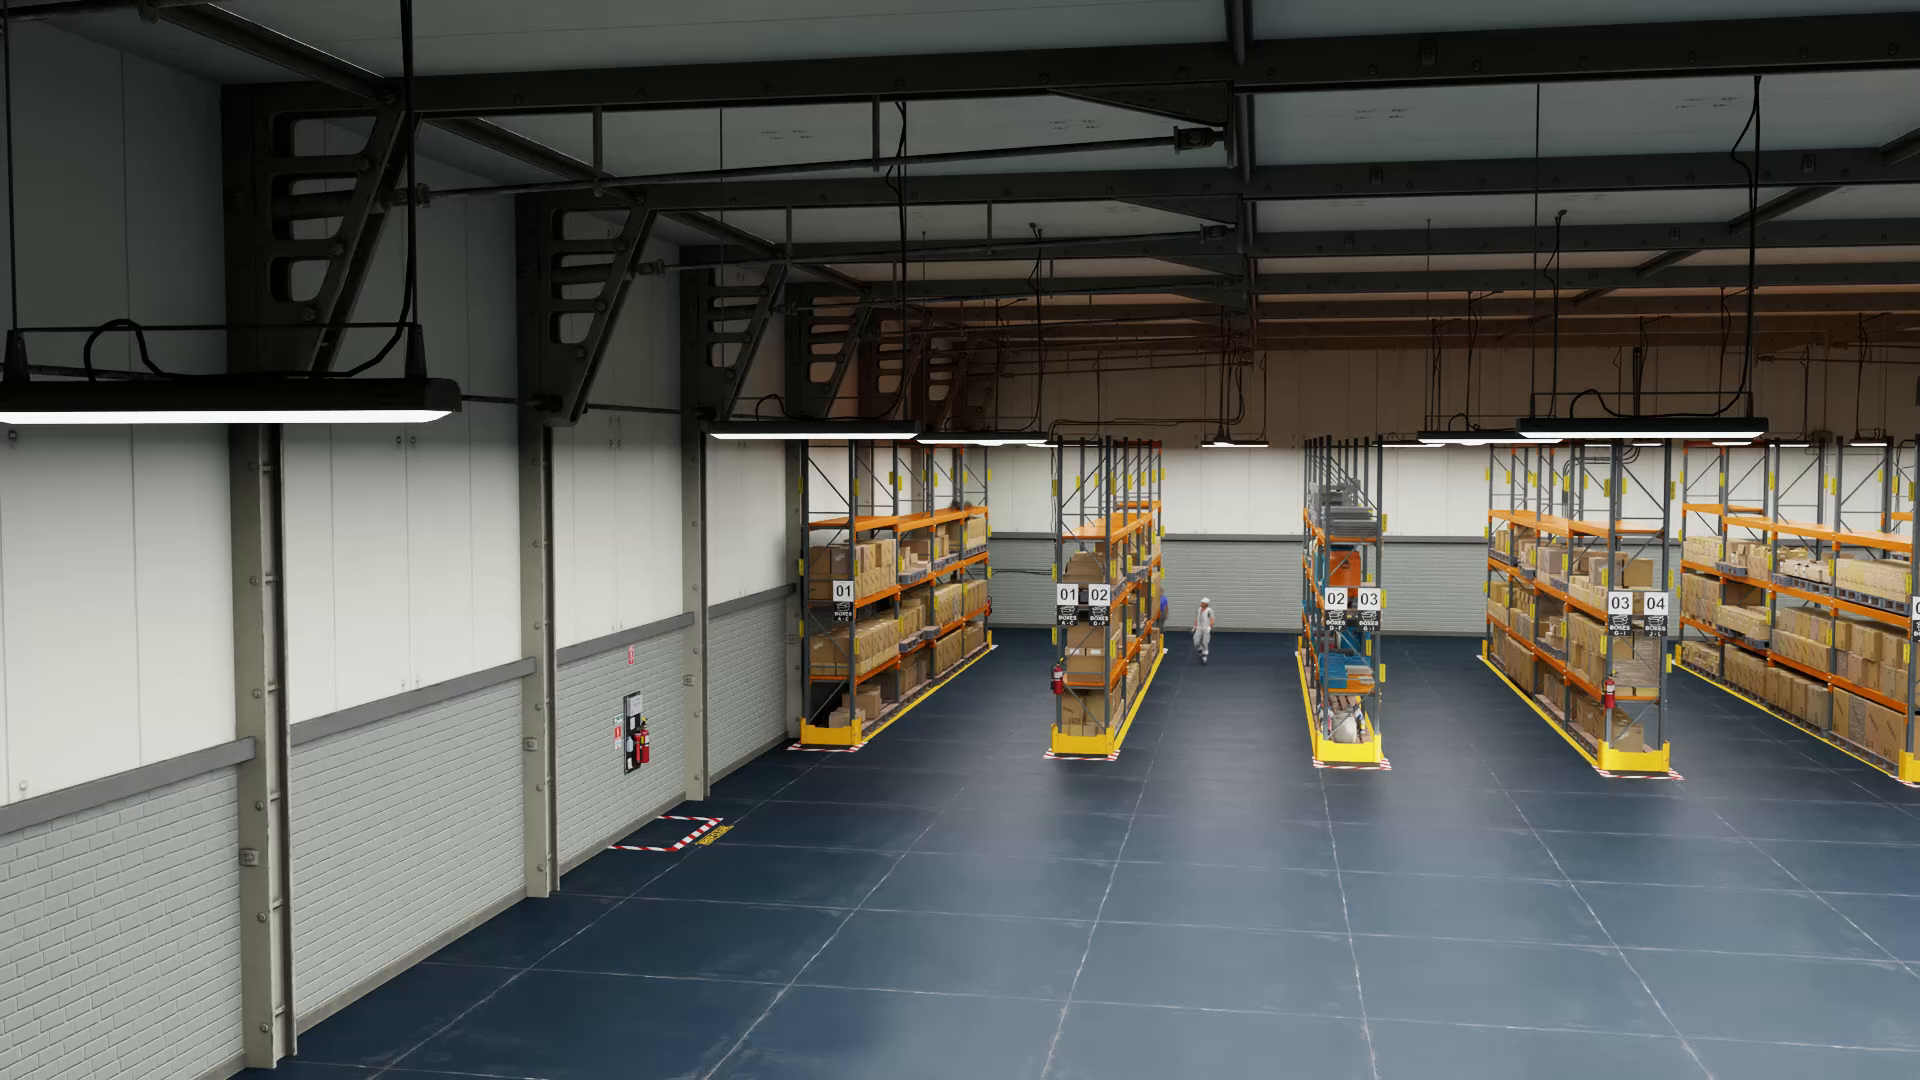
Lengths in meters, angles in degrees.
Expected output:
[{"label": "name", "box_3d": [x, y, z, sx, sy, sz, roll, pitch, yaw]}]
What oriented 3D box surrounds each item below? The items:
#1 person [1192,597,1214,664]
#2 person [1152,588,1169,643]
[{"label": "person", "box_3d": [6.489, 2.425, 44.557, 0.637, 1.778, 0.644, 1, 3, 21]}, {"label": "person", "box_3d": [5.930, 2.243, 49.353, 0.518, 1.659, 0.511, 0, 3, 2]}]
